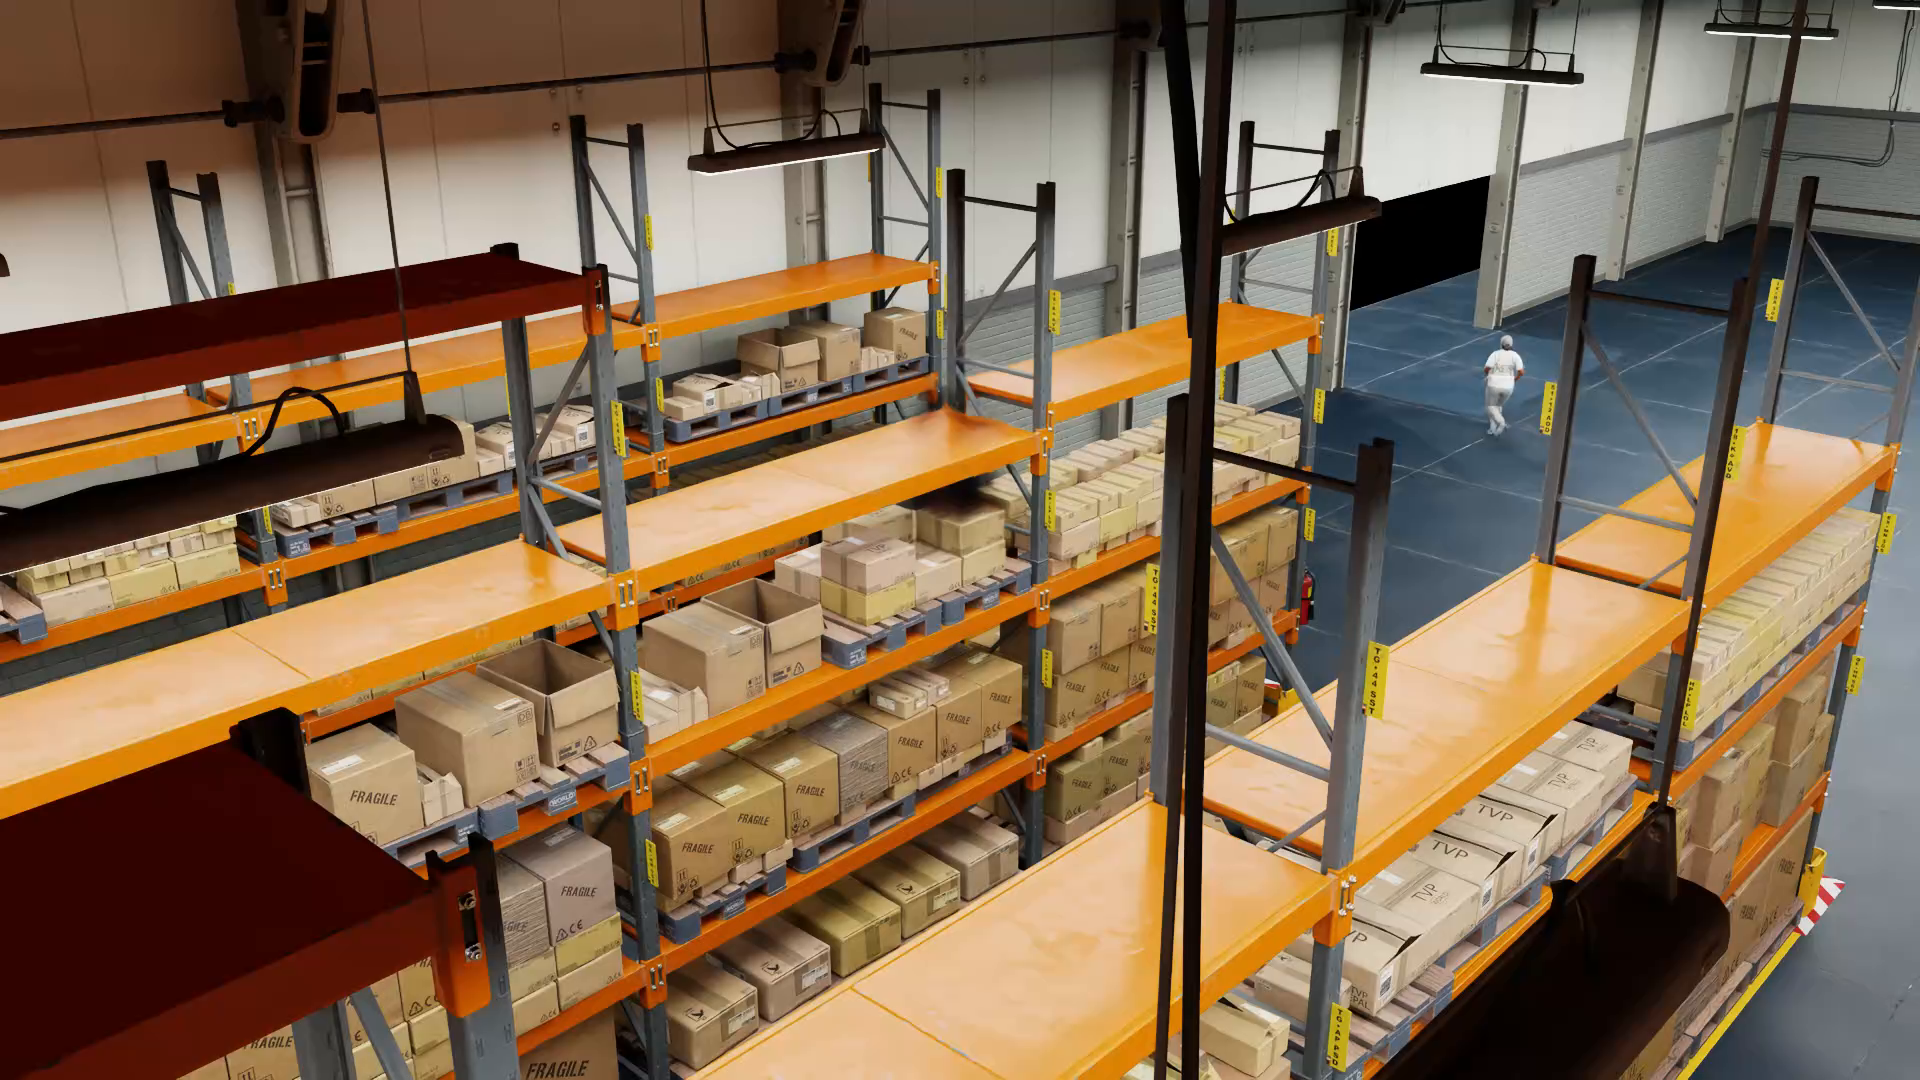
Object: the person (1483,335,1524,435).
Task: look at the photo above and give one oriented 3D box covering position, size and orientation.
[{"bbox_3d":[8.409,-2.362,25.880,0.602,1.660,0.705,0,21,-1],"label":"person"}]
